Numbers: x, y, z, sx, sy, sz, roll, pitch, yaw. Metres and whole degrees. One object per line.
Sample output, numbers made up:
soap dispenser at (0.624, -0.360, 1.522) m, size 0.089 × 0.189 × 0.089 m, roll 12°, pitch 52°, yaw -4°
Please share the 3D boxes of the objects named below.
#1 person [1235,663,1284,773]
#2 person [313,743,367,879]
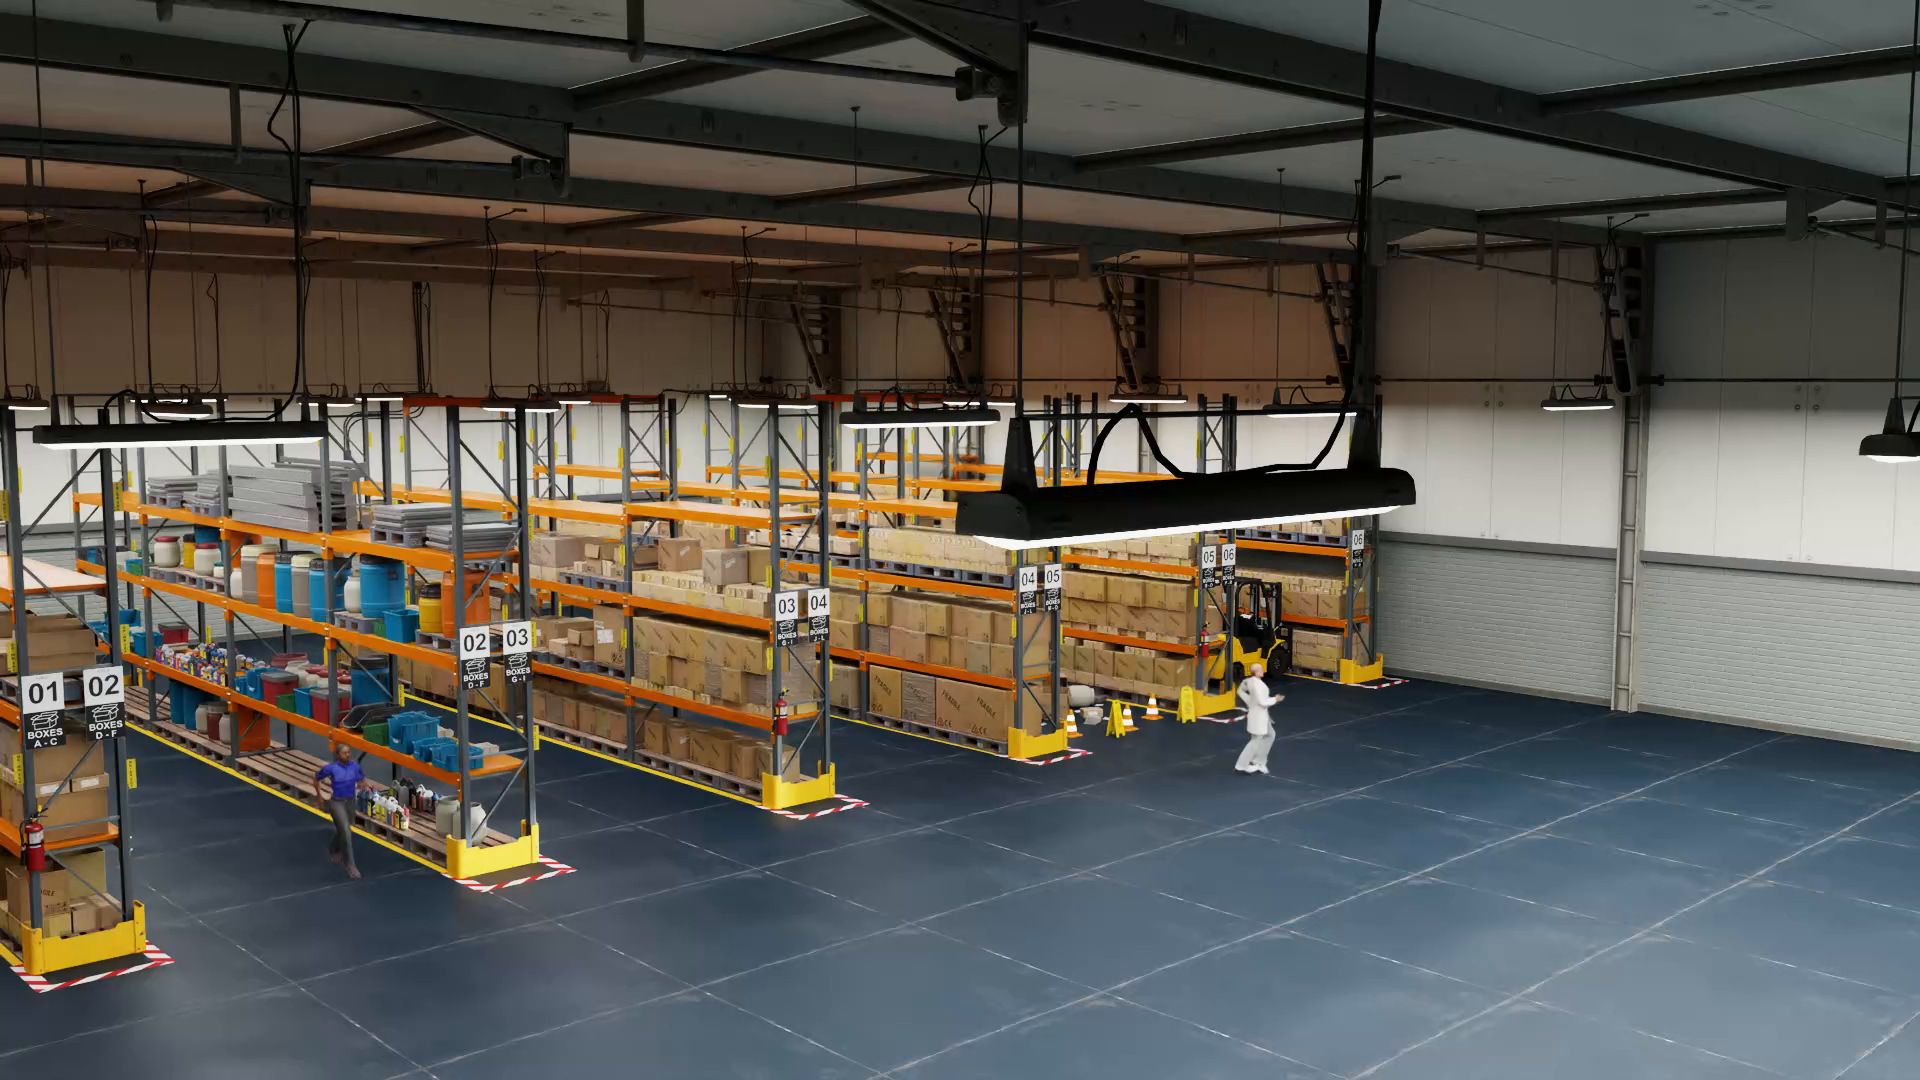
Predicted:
person at (4.799, 2.881, 26.661) m, size 0.766 × 1.828 × 0.684 m, roll 0°, pitch 6°, yaw 3°
person at (-7.925, 3.437, 21.326) m, size 0.863 × 1.704 × 0.547 m, roll 4°, pitch 7°, yaw 36°
